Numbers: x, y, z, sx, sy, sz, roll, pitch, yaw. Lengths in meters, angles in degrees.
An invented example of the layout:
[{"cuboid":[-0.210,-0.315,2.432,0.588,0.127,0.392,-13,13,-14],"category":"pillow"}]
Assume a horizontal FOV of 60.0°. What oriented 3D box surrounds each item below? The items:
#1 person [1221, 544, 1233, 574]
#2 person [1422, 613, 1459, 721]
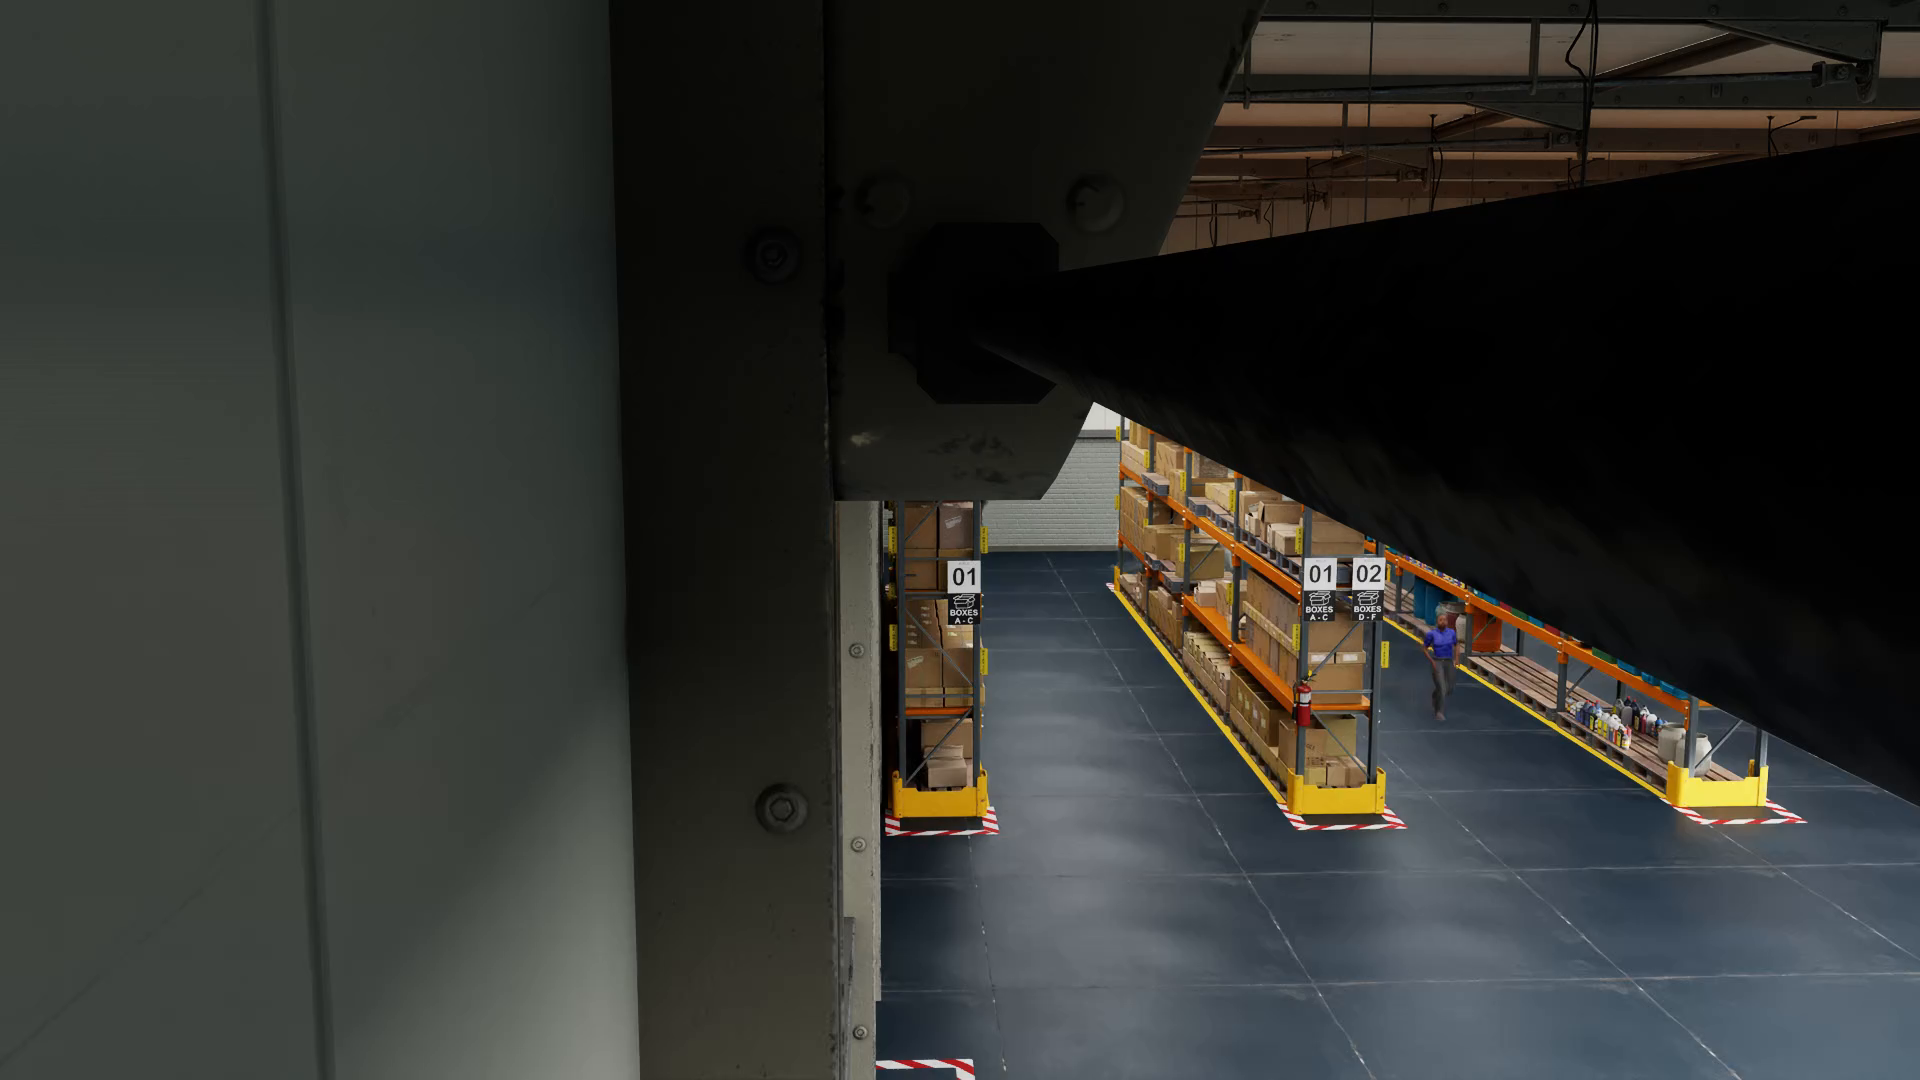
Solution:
[{"cuboid":[5.720,0.317,36.316,0.599,1.712,0.638,-2,8,-11],"category":"person"},{"cuboid":[7.317,1.907,25.340,0.575,1.626,0.533,-1,8,-4],"category":"person"}]
